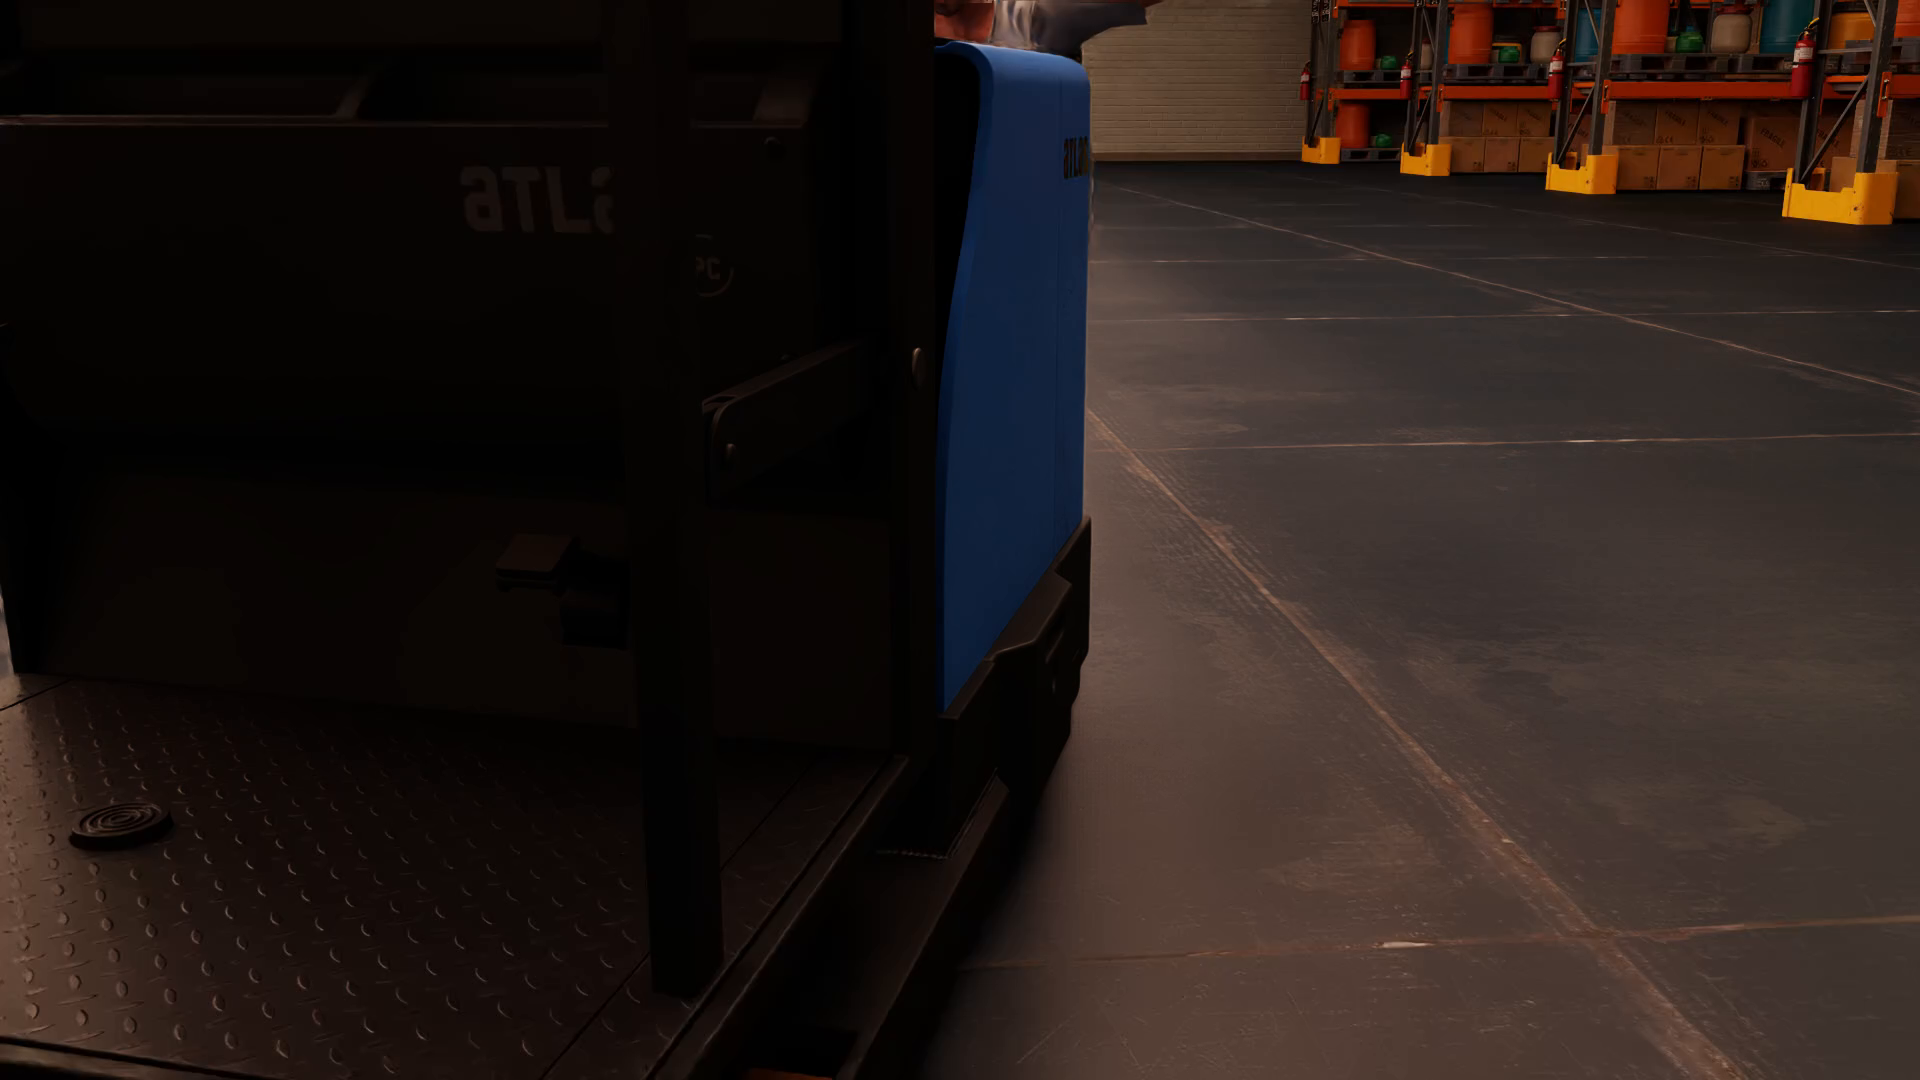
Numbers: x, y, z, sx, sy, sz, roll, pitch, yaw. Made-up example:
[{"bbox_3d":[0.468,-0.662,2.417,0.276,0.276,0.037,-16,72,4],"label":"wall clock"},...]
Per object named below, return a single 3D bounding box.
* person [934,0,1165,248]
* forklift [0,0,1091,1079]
[{"bbox_3d":[0.089,-0.707,3.698,1.499,1.464,0.741,10,18,33],"label":"person"},{"bbox_3d":[-0.623,-0.833,1.338,1.130,2.935,3.031,4,15,13],"label":"forklift"}]
